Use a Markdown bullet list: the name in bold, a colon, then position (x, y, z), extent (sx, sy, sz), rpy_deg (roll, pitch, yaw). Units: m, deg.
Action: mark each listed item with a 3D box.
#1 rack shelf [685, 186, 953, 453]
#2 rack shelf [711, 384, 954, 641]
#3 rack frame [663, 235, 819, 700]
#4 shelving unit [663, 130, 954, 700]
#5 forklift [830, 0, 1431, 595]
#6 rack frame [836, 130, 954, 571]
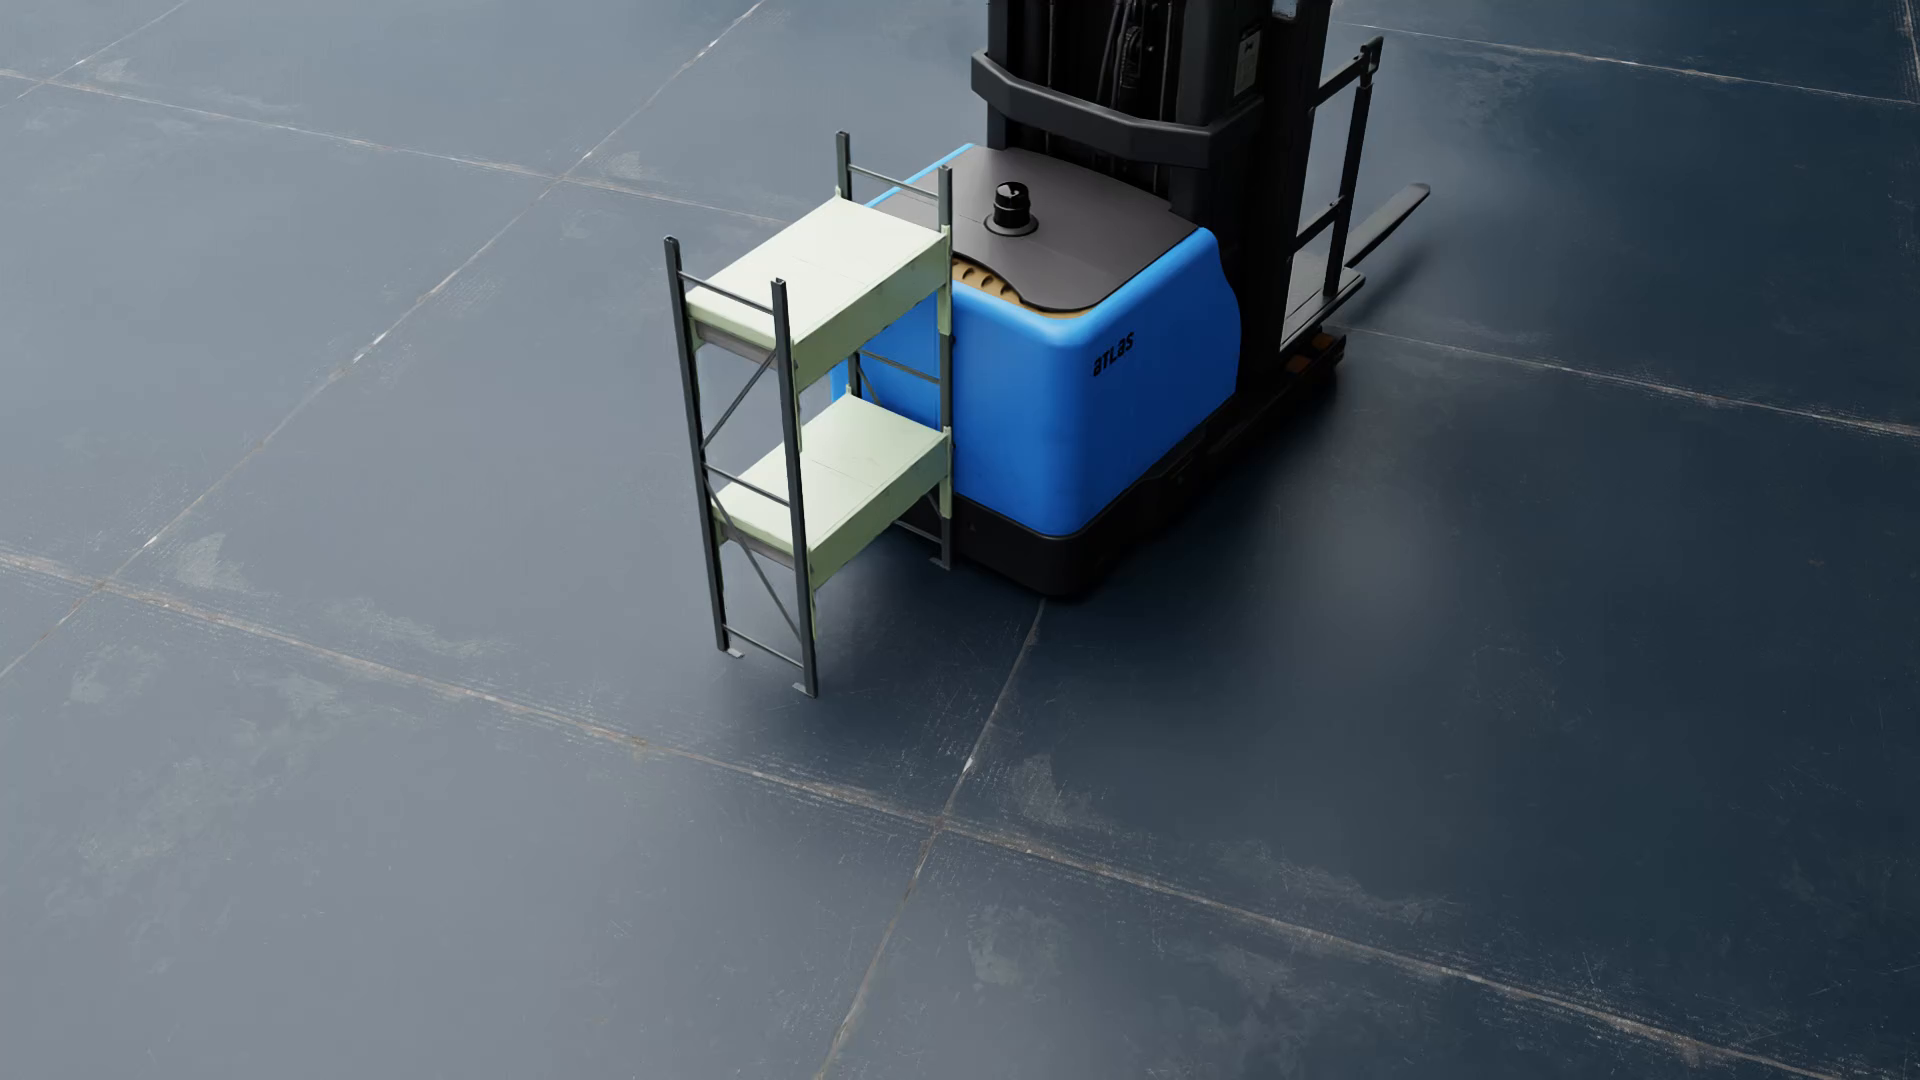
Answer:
- **rack shelf**: position (-0.401, -0.646, 4.750), extent (0.431, 0.370, 0.720), rpy_deg (24, 46, 26)
- **rack shelf**: position (-0.401, -0.101, 5.215), extent (0.431, 0.370, 0.720), rpy_deg (24, 46, 26)
- **rack frame**: position (-0.610, -0.154, 4.775), extent (0.400, 1.500, 0.023), rpy_deg (24, 46, 26)
- **shelving unit**: position (-0.401, -0.349, 5.003), extent (0.431, 1.500, 0.755), rpy_deg (24, 46, 26)
- **forklift**: position (0.848, -1.836, 5.644), extent (1.130, 2.935, 3.031), rpy_deg (27, 47, 28)
- **rack frame**: position (-0.191, -0.544, 5.232), extent (0.400, 1.500, 0.023), rpy_deg (24, 46, 26)
